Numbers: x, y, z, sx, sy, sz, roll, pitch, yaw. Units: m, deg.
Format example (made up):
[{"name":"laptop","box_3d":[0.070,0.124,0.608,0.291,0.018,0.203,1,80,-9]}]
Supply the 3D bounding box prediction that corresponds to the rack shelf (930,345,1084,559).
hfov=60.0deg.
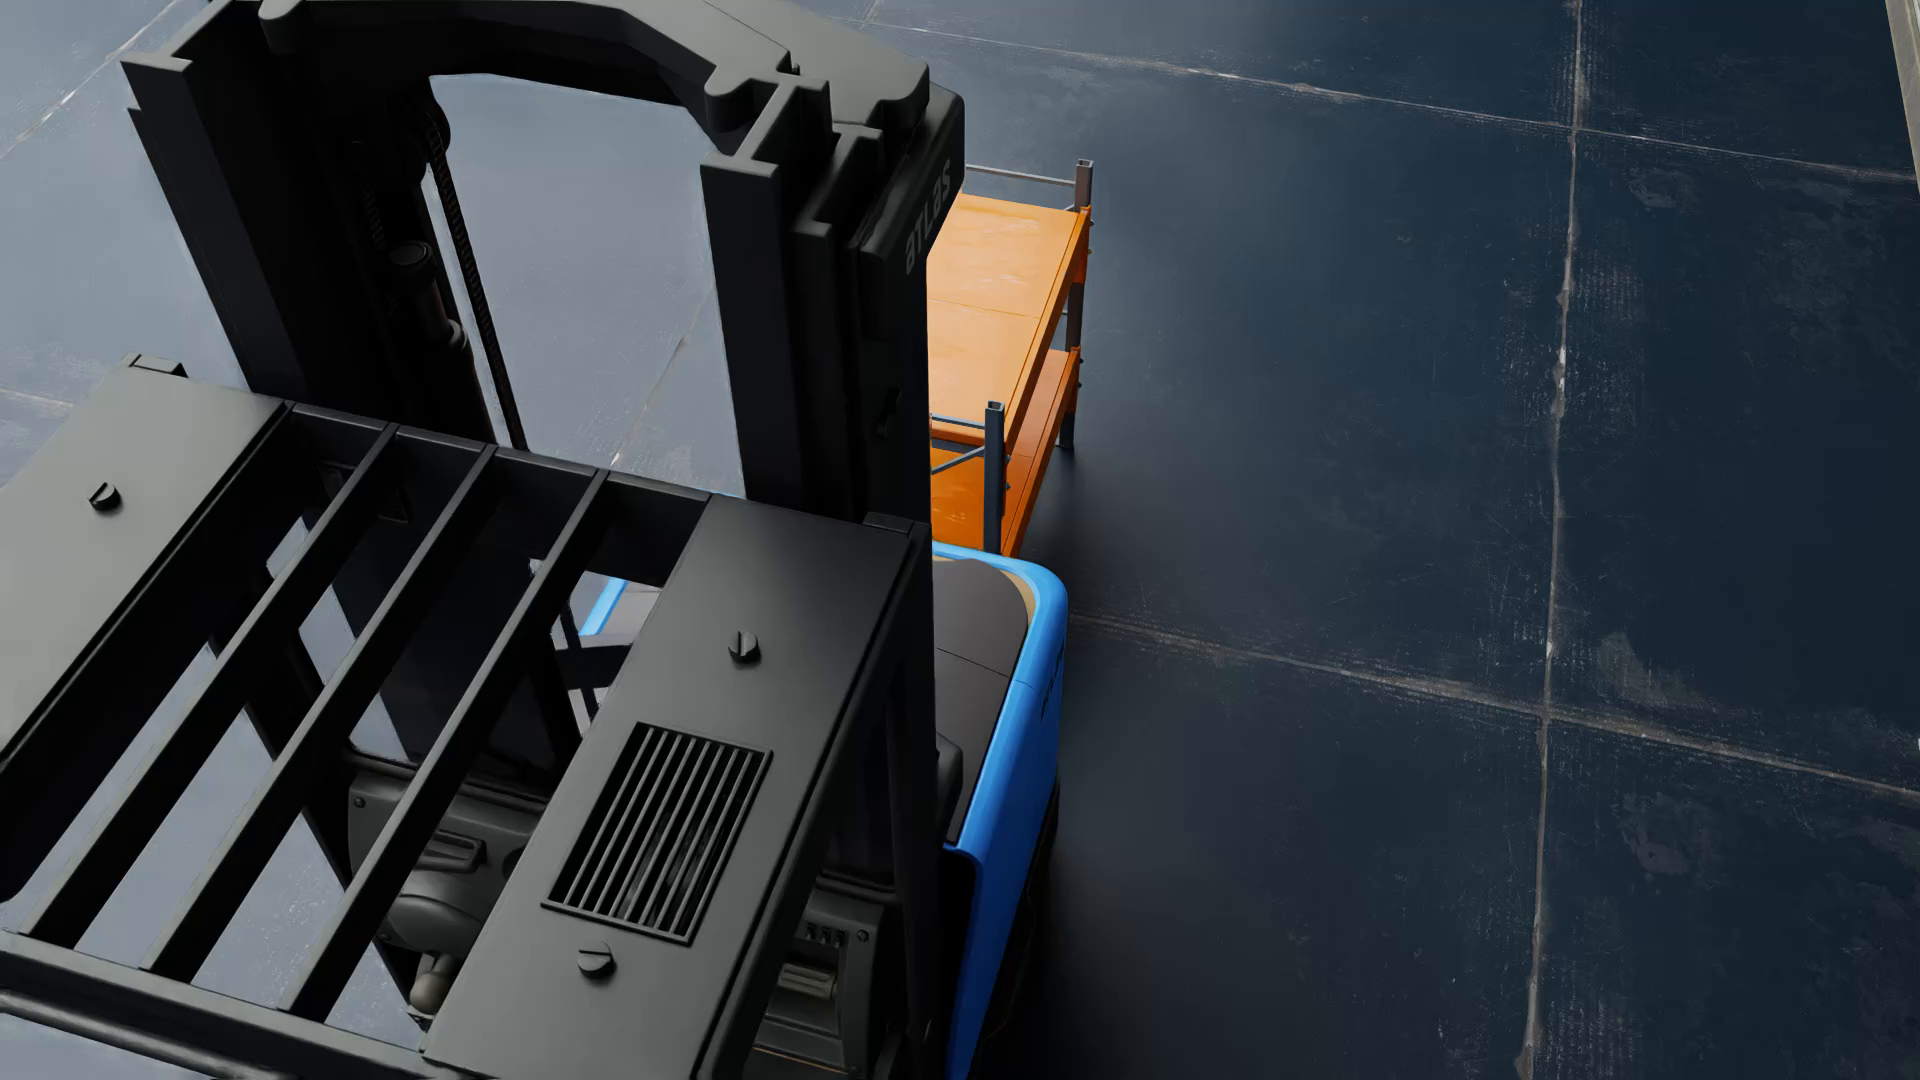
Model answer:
[{"name":"rack shelf","box_3d":[-0.002,-0.206,5.007,0.538,0.278,1.000,12,50,10]}]

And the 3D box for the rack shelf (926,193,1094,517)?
[{"name":"rack shelf","box_3d":[-0.002,-0.561,4.604,0.538,0.278,1.000,12,50,10]}]

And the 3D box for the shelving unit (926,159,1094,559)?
[{"name":"shelving unit","box_3d":[-0.002,-0.367,4.824,0.538,1.125,1.048,12,50,10]}]

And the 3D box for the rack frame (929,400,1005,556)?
[{"name":"rack frame","box_3d":[-0.136,0.000,4.499,0.500,1.125,0.032,12,50,10]}]

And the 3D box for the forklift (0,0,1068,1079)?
[{"name":"forklift","box_3d":[-0.640,0.769,2.617,1.130,2.935,3.031,12,50,11]}]

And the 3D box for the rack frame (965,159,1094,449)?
[{"name":"rack frame","box_3d":[0.132,-0.735,5.148,0.500,1.125,0.032,12,50,10]}]
